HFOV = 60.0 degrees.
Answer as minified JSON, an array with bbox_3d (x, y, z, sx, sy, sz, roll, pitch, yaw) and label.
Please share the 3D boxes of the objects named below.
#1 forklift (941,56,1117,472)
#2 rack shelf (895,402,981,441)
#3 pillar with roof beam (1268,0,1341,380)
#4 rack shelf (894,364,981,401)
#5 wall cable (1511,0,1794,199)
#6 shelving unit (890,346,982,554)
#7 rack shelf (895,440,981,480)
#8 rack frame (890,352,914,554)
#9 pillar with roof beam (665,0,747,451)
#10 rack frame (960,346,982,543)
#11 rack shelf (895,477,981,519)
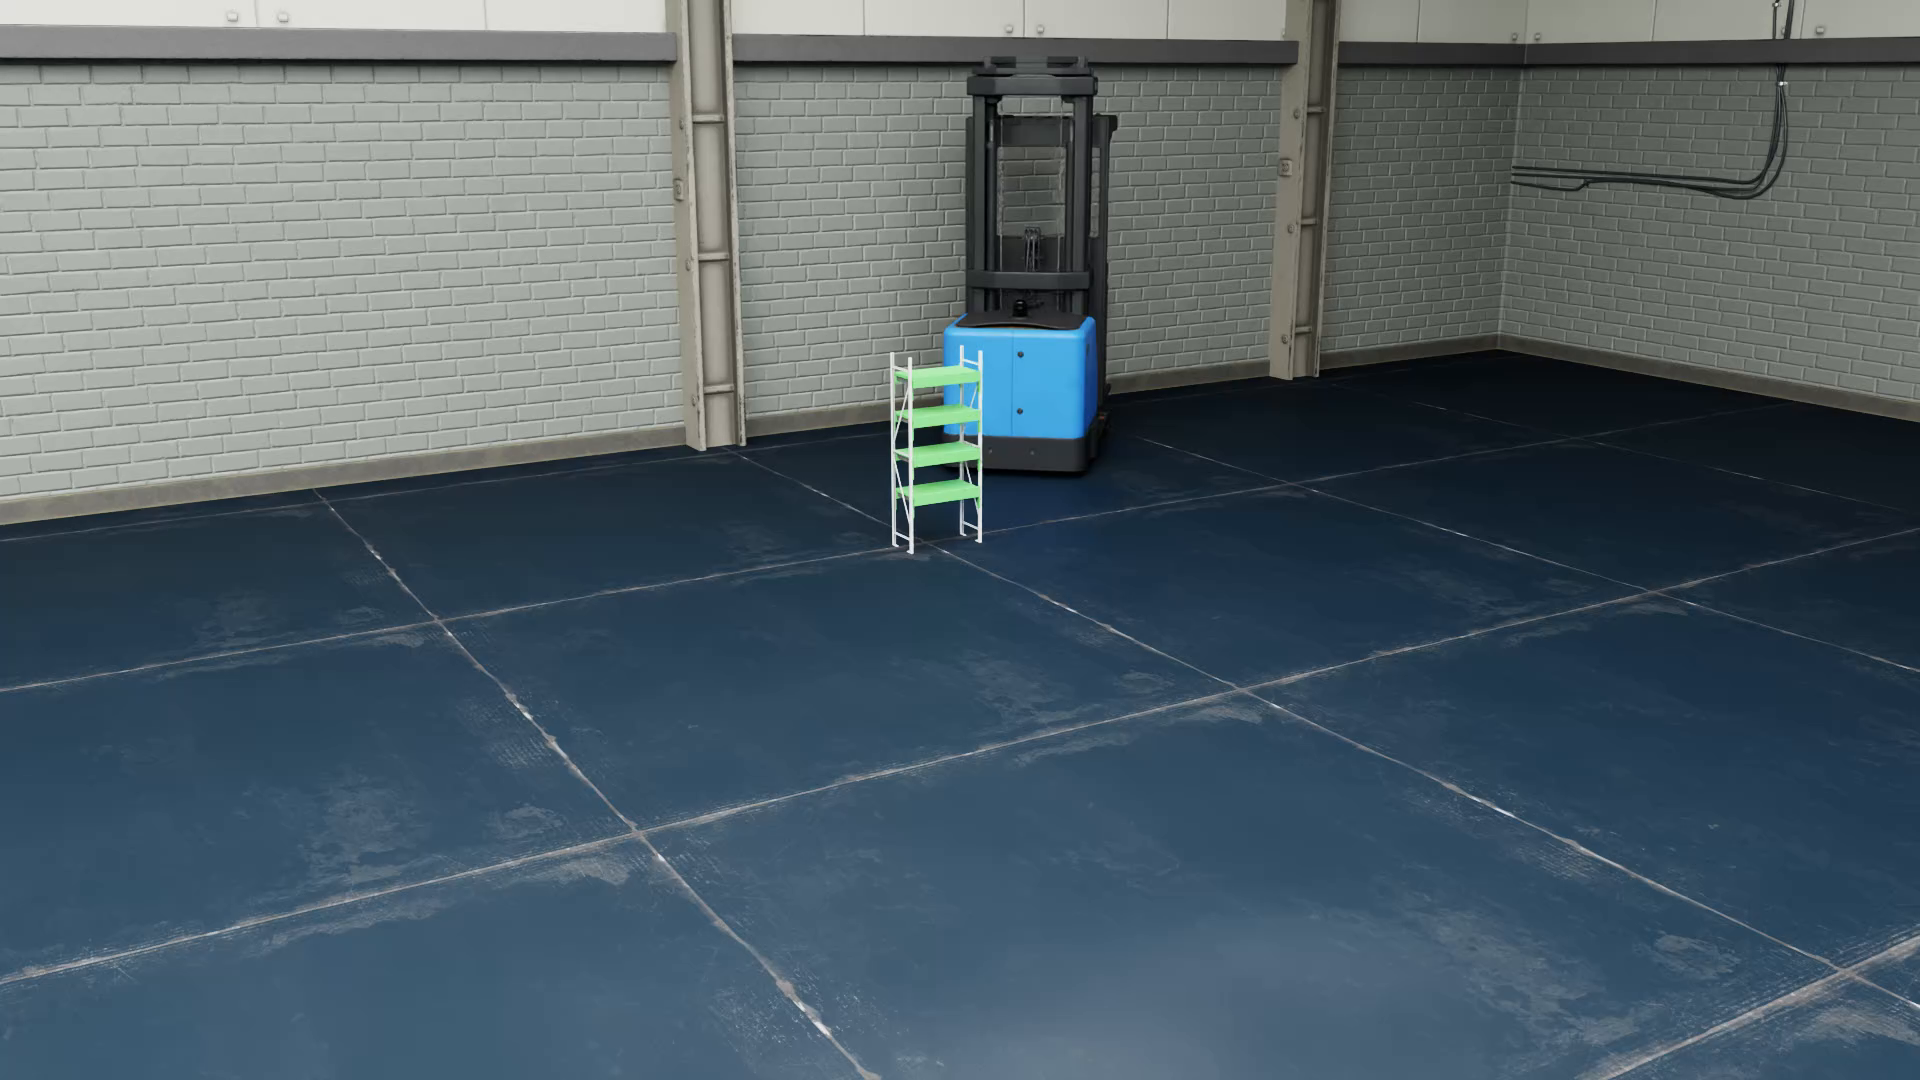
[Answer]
[{"bbox_3d":[0.628,-2.251,13.008,1.130,2.935,3.031,3,16,10],"label":"forklift"},{"bbox_3d":[-0.142,-0.724,10.118,0.480,0.148,0.258,-9,18,-30],"label":"rack shelf"},{"bbox_3d":[5.437,-4.924,11.303,0.400,9.000,9.100,-9,18,-30],"label":"pillar with roof beam"},{"bbox_3d":[-0.142,-0.955,10.053,0.480,0.148,0.258,-9,18,-30],"label":"rack shelf"},{"bbox_3d":[6.426,-4.528,15.644,0.112,2.526,3.097,-9,18,-30],"label":"wall cable"},{"bbox_3d":[-0.142,-0.555,10.166,0.503,1.200,0.258,-9,18,-30],"label":"shelving unit"},{"bbox_3d":[-0.142,-0.493,10.183,0.480,0.148,0.258,-9,18,-30],"label":"rack shelf"},{"bbox_3d":[-0.351,-0.521,10.045,0.015,1.200,0.240,-9,18,-30],"label":"rack frame"},{"bbox_3d":[0.294,-4.090,8.327,0.400,9.000,9.100,-9,18,-30],"label":"pillar with roof beam"},{"bbox_3d":[0.067,-0.589,10.287,0.015,1.200,0.240,-9,18,-30],"label":"rack frame"},{"bbox_3d":[-0.142,-0.262,10.248,0.480,0.148,0.258,-9,18,-30],"label":"rack shelf"}]
